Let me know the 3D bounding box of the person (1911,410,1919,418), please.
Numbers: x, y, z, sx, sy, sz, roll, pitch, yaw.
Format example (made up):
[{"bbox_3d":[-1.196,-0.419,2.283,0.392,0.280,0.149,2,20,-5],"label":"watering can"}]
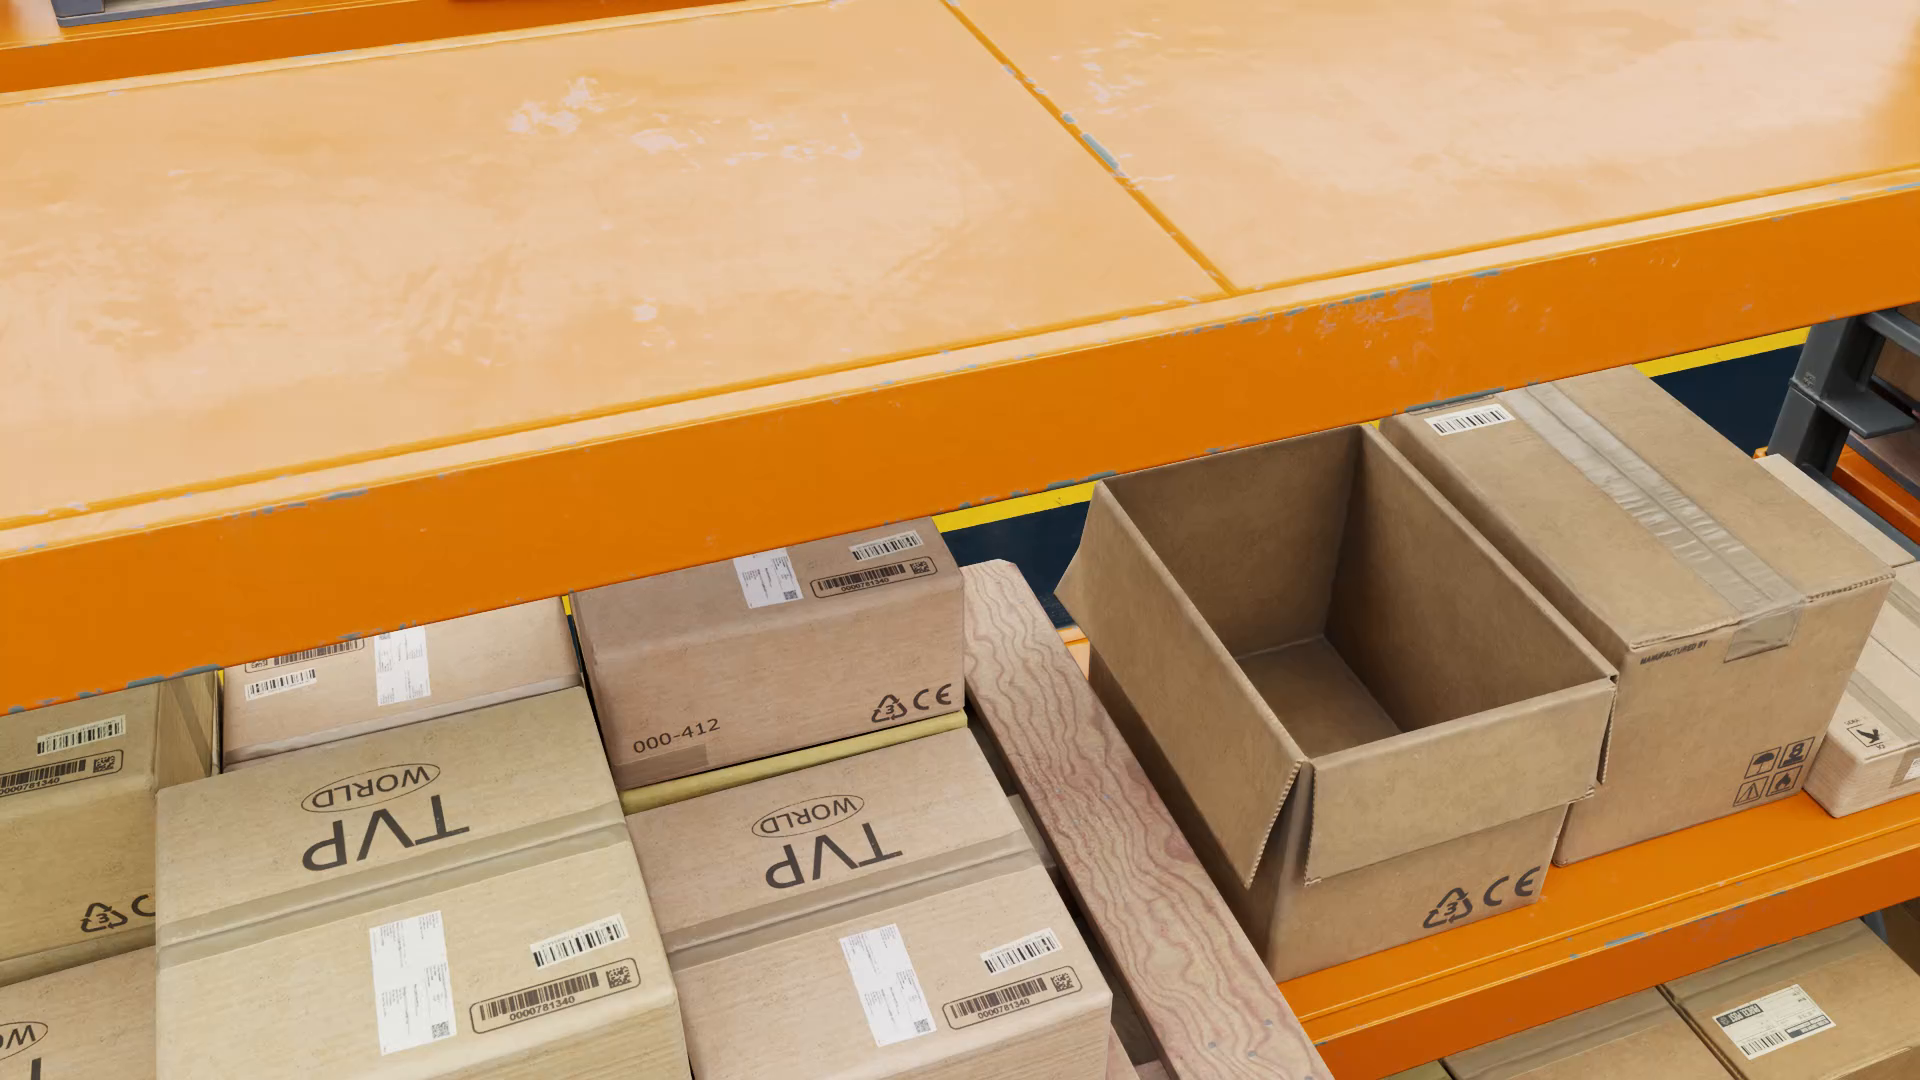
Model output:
[{"bbox_3d":[5.203,-1.217,8.189,0.926,1.629,0.467,-13,40,-16],"label":"person"}]
